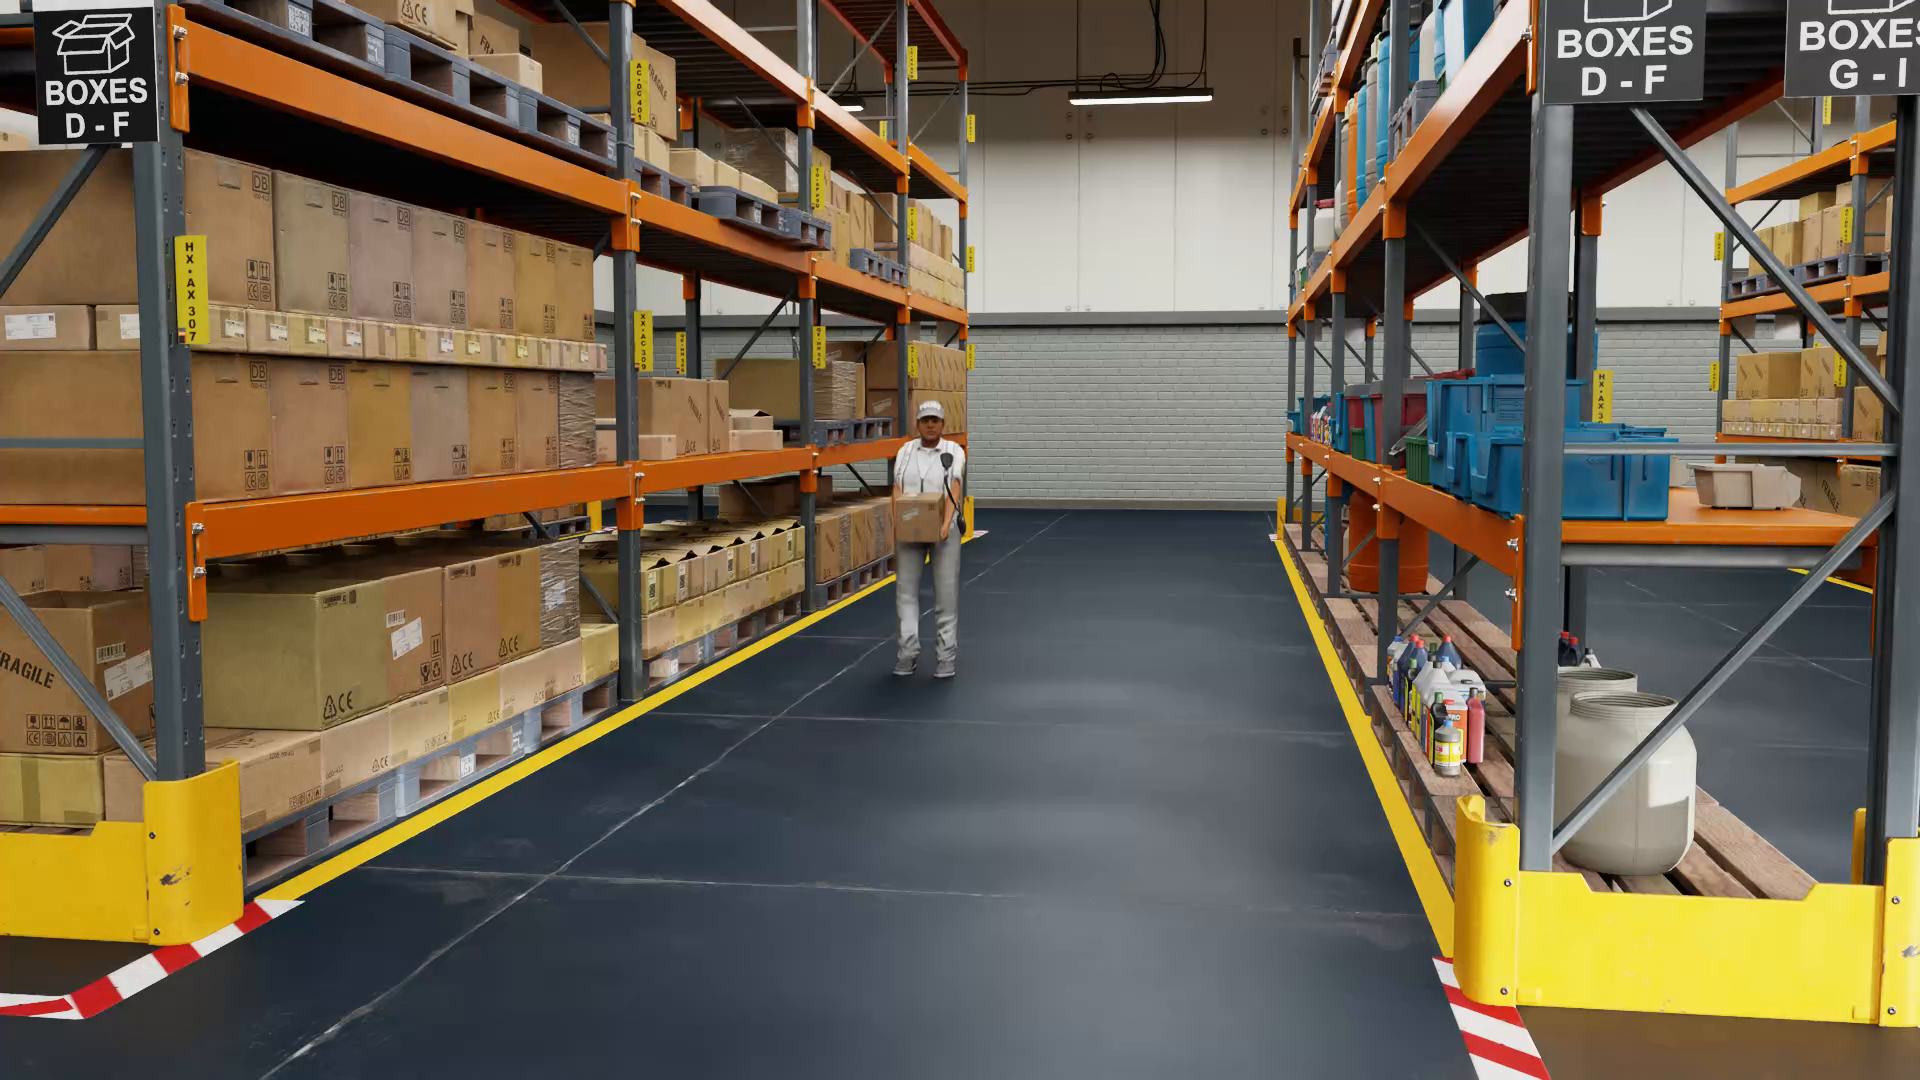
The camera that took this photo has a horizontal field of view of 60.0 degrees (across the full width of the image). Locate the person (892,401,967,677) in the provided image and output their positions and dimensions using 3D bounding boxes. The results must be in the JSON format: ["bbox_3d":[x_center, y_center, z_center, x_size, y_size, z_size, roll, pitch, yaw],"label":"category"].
[{"bbox_3d":[-0.197,-0.009,10.061,0.452,1.663,0.542,1,5,8],"label":"person"}]
